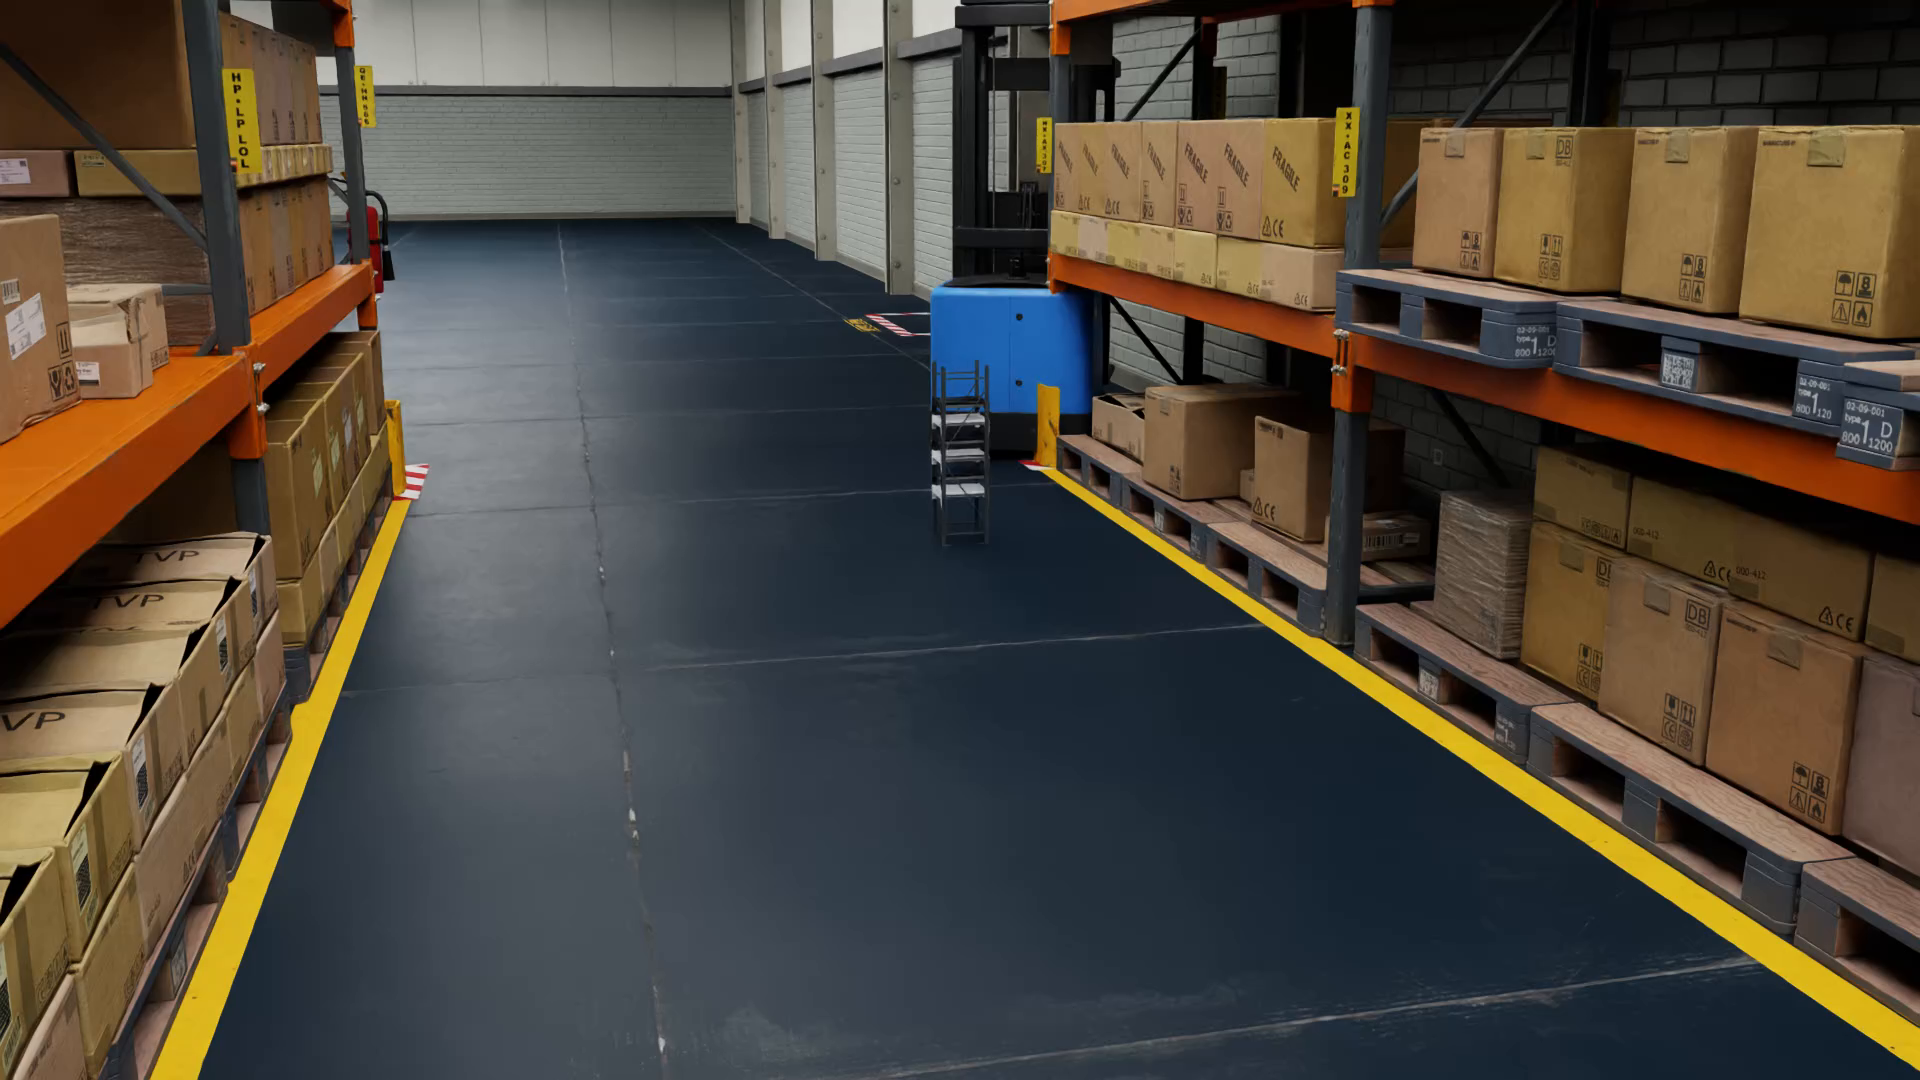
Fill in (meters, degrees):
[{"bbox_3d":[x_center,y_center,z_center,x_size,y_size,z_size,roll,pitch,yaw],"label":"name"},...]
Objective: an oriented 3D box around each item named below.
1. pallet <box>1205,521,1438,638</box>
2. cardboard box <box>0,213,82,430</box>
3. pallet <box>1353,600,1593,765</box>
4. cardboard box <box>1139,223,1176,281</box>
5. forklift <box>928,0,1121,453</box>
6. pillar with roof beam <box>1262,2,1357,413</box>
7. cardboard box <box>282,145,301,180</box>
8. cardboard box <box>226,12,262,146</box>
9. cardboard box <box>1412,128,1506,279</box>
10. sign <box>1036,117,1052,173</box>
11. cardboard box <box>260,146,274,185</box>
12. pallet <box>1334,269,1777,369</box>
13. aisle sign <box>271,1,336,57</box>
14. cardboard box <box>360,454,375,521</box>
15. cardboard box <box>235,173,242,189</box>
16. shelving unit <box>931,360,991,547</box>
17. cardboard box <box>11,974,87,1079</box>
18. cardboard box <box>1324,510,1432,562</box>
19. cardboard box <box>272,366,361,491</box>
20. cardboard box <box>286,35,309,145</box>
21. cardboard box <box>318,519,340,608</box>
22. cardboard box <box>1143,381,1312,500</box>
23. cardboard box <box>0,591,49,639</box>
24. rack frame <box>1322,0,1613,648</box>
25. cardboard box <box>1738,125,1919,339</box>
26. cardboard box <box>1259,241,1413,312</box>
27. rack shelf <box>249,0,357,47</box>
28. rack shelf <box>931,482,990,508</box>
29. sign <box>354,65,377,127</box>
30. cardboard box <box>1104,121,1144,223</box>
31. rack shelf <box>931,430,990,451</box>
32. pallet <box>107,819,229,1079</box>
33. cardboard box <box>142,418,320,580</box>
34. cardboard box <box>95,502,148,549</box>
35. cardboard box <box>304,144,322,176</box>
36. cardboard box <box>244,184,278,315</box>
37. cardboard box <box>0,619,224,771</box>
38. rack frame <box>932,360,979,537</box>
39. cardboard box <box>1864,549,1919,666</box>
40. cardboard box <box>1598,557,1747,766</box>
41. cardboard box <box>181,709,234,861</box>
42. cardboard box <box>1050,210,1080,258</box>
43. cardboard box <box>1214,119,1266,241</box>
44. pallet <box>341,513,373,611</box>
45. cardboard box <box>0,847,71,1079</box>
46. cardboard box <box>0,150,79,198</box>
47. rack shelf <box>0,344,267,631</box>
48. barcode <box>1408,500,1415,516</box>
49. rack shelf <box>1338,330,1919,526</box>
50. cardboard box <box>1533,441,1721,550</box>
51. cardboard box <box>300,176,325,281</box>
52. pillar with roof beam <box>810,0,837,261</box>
[{"bbox_3d":[1.786,0.134,7.433,1.003,0.211,1.213,-3,14,-13],"label":"pallet"},{"bbox_3d":[-2.548,-0.539,4.104,0.500,0.500,0.500,-2,14,-9],"label":"cardboard box"},{"bbox_3d":[2.162,0.467,6.072,1.003,0.211,1.213,-3,14,-13],"label":"pallet"},{"bbox_3d":[1.211,-1.443,8.288,0.500,0.250,0.500,-3,14,-13],"label":"cardboard box"},{"bbox_3d":[0.528,-2.271,11.545,1.130,2.935,3.031,2,14,8],"label":"forklift"},{"bbox_3d":[-2.141,-4.551,8.095,9.100,9.000,0.400,-3,14,-13],"label":"pillar with roof beam"},{"bbox_3d":[-3.195,-1.701,7.491,0.380,0.149,0.250,-3,14,-12],"label":"cardboard box"},{"bbox_3d":[-3.184,-1.803,6.544,0.700,0.500,0.500,-3,14,-13],"label":"cardboard box"},{"bbox_3d":[2.064,-1.210,5.923,0.700,0.500,0.500,-3,14,-13],"label":"cardboard box"},{"bbox_3d":[0.511,-2.380,10.026,0.100,0.325,0.005,-3,14,-13],"label":"sign"},{"bbox_3d":[-3.018,-1.524,6.767,0.380,0.149,0.250,-4,14,-15],"label":"cardboard box"},{"bbox_3d":[2.016,-0.790,5.744,1.003,0.211,1.213,-3,14,-13],"label":"pallet"},{"bbox_3d":[-3.506,-3.008,8.940,0.394,0.787,0.004,-3,14,-13],"label":"aisle sign"},{"bbox_3d":[-3.114,-0.244,8.016,0.500,0.250,0.500,-3,14,-13],"label":"cardboard box"},{"bbox_3d":[-2.833,-1.344,6.032,0.380,0.149,0.250,-4,14,-15],"label":"cardboard box"},{"bbox_3d":[0.002,-0.435,8.313,0.258,0.900,0.210,-3,14,-13],"label":"shelving unit"},{"bbox_3d":[-1.853,1.011,2.878,0.500,0.250,0.500,-4,14,-15],"label":"cardboard box"},{"bbox_3d":[1.823,-0.027,7.258,0.380,0.166,0.250,-5,15,-21],"label":"cardboard box"},{"bbox_3d":[-2.995,-0.493,7.455,0.500,0.500,0.500,-3,14,-13],"label":"cardboard box"},{"bbox_3d":[-3.537,-2.150,7.964,0.700,0.500,0.500,-4,14,-15],"label":"cardboard box"},{"bbox_3d":[-2.763,0.102,6.599,0.500,0.250,0.500,-3,14,-13],"label":"cardboard box"},{"bbox_3d":[1.371,-0.521,8.581,0.700,0.500,0.500,-4,14,-17],"label":"cardboard box"},{"bbox_3d":[-2.869,0.294,4.631,0.500,0.311,0.500,-3,14,-14],"label":"cardboard box"},{"bbox_3d":[1.978,-1.067,6.476,1.000,3.000,0.127,-3,14,-13],"label":"rack frame"},{"bbox_3d":[2.483,-0.801,4.248,0.700,0.500,0.500,-3,14,-13],"label":"cardboard box"},{"bbox_3d":[1.572,-1.097,6.869,0.500,0.250,0.500,-3,14,-13],"label":"cardboard box"},{"bbox_3d":[-3.306,-2.359,6.960,1.077,0.370,4.000,-3,14,-13],"label":"rack shelf"},{"bbox_3d":[0.002,-0.228,8.363,0.258,0.077,0.200,-3,14,-13],"label":"rack shelf"},{"bbox_3d":[-3.245,-2.418,9.064,0.100,0.325,0.005,-3,14,-13],"label":"sign"},{"bbox_3d":[1.080,-1.930,8.702,0.500,0.500,0.500,-4,14,-15],"label":"cardboard box"},{"bbox_3d":[0.002,-0.490,8.299,0.258,0.077,0.200,-3,14,-13],"label":"rack shelf"},{"bbox_3d":[-2.335,1.014,3.832,1.003,0.211,1.213,-3,14,-13],"label":"pallet"},{"bbox_3d":[-2.641,-0.147,6.039,0.500,0.500,0.500,-3,14,-13],"label":"cardboard box"},{"bbox_3d":[-3.264,-0.234,6.392,0.500,0.500,0.500,-3,14,-13],"label":"cardboard box"},{"bbox_3d":[-3.378,-1.880,8.225,0.380,0.149,0.250,-3,14,-14],"label":"cardboard box"},{"bbox_3d":[-3.191,-1.178,6.719,0.700,0.500,0.500,-3,14,-12],"label":"cardboard box"},{"bbox_3d":[-2.220,0.381,4.273,0.500,0.311,0.500,-3,14,-13],"label":"cardboard box"},{"bbox_3d":[-0.022,-0.459,8.409,0.240,0.900,0.006,-3,14,-13],"label":"rack frame"},{"bbox_3d":[2.624,0.193,4.075,0.500,0.250,0.500,-3,14,-12],"label":"cardboard box"},{"bbox_3d":[2.418,0.338,5.062,0.700,0.500,0.500,-3,14,-13],"label":"cardboard box"},{"bbox_3d":[-2.220,0.656,4.332,0.500,0.250,0.500,-3,14,-12],"label":"cardboard box"},{"bbox_3d":[0.844,-1.797,9.735,0.500,0.250,0.500,-4,14,-15],"label":"cardboard box"},{"bbox_3d":[1.443,-1.575,7.248,0.500,0.500,0.500,-3,14,-14],"label":"cardboard box"},{"bbox_3d":[-3.273,0.096,7.588,1.003,0.211,1.213,-3,14,-13],"label":"pallet"},{"bbox_3d":[-1.866,0.734,2.831,0.500,0.311,0.500,-4,14,-15],"label":"cardboard box"},{"bbox_3d":[-3.109,-1.205,5.461,0.380,0.149,0.250,-3,14,-13],"label":"cardboard box"},{"bbox_3d":[-2.367,0.020,3.539,1.077,0.370,4.000,-3,14,-13],"label":"rack shelf"},{"bbox_3d":[2.070,-0.144,7.625,0.001,0.075,0.075,-3,14,-13],"label":"barcode"},{"bbox_3d":[2.448,-0.257,4.673,1.077,0.370,4.000,-3,14,-13],"label":"rack shelf"},{"bbox_3d":[2.274,-0.161,5.525,0.500,0.250,0.500,-4,14,-14],"label":"cardboard box"},{"bbox_3d":[-3.551,-1.532,8.169,0.700,0.500,0.500,-3,14,-12],"label":"cardboard box"},{"bbox_3d":[-6.368,-8.704,25.092,9.100,9.000,0.400,-3,14,-13],"label":"pillar with roof beam"}]
